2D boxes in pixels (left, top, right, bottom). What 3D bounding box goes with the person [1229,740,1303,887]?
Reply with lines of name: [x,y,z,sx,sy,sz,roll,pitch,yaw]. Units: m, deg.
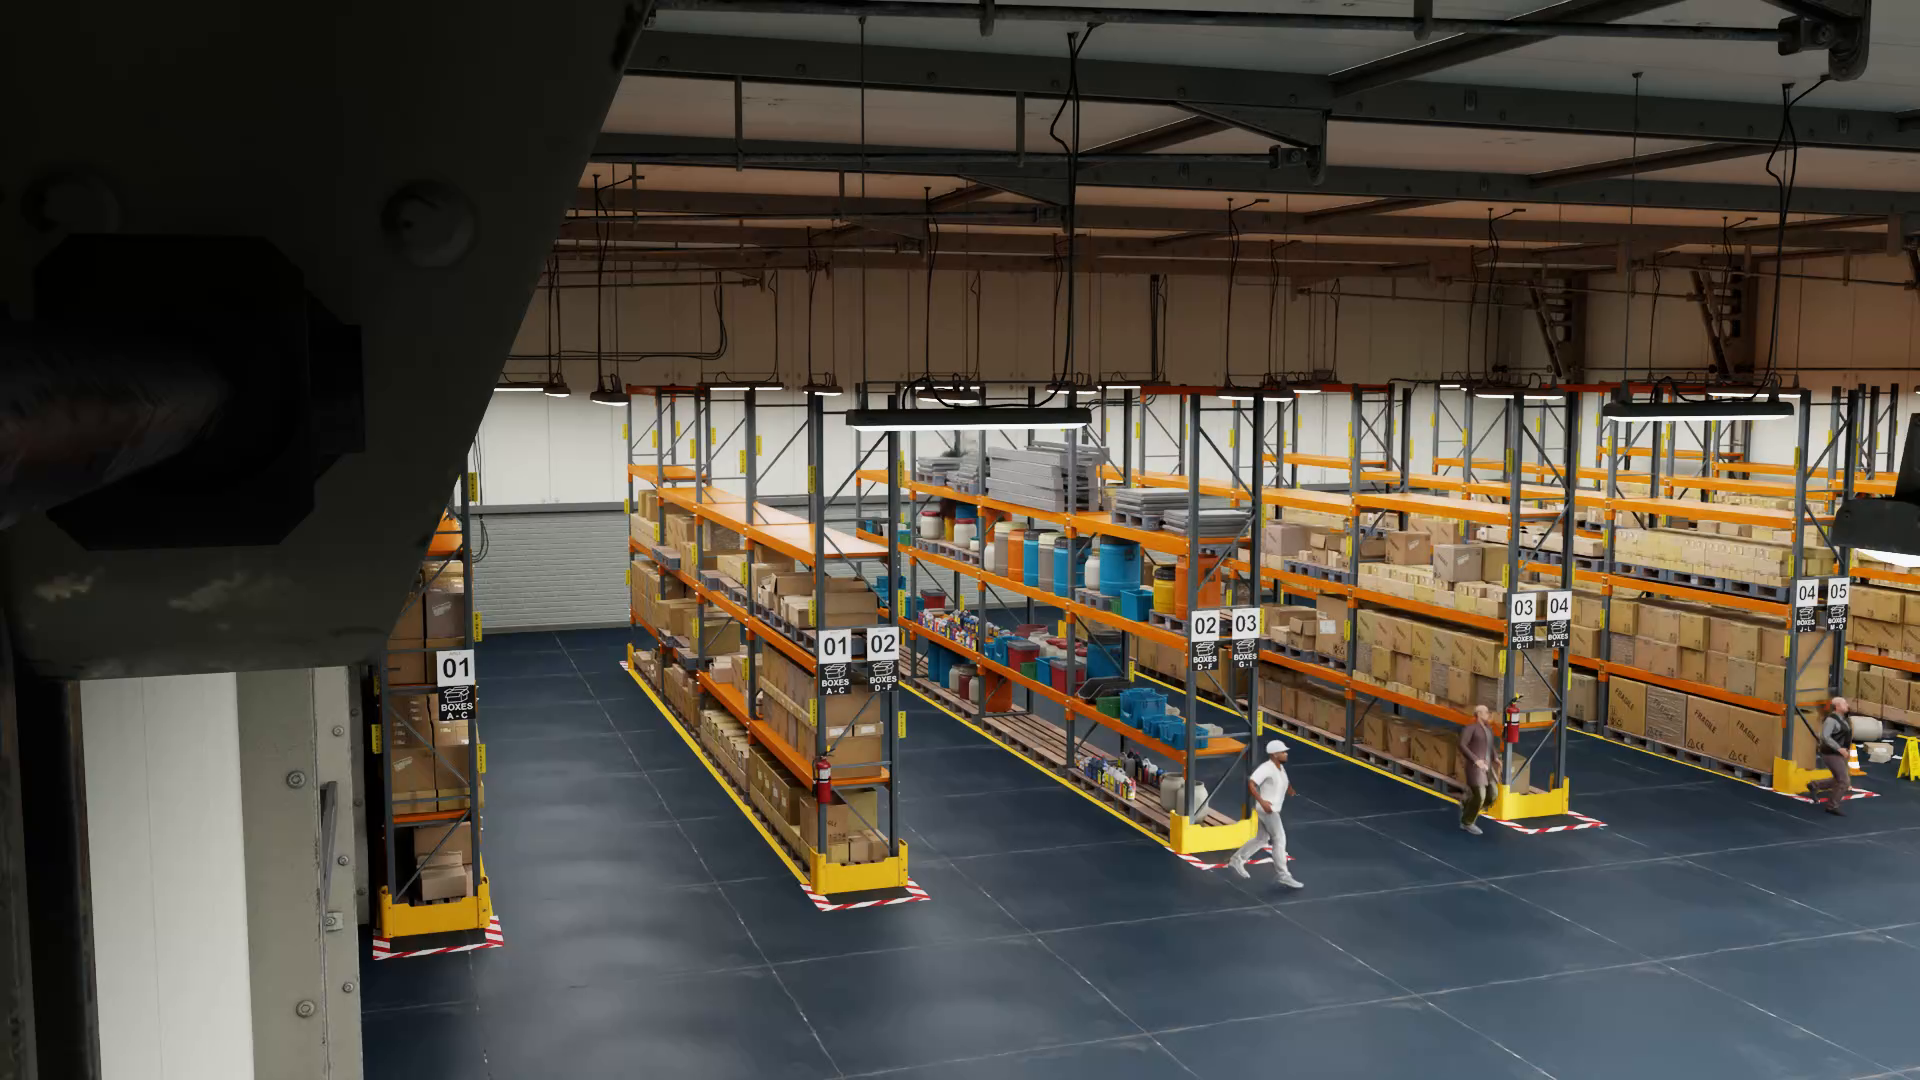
person: [3.800,3.317,20.480,0.933,1.748,0.699,2,6,18]

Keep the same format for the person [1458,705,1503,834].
person: [7.122,3.129,22.802,0.784,1.728,0.567,-5,7,-38]

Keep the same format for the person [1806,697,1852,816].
person: [12.414,3.059,23.718,0.616,1.686,0.690,5,8,41]
